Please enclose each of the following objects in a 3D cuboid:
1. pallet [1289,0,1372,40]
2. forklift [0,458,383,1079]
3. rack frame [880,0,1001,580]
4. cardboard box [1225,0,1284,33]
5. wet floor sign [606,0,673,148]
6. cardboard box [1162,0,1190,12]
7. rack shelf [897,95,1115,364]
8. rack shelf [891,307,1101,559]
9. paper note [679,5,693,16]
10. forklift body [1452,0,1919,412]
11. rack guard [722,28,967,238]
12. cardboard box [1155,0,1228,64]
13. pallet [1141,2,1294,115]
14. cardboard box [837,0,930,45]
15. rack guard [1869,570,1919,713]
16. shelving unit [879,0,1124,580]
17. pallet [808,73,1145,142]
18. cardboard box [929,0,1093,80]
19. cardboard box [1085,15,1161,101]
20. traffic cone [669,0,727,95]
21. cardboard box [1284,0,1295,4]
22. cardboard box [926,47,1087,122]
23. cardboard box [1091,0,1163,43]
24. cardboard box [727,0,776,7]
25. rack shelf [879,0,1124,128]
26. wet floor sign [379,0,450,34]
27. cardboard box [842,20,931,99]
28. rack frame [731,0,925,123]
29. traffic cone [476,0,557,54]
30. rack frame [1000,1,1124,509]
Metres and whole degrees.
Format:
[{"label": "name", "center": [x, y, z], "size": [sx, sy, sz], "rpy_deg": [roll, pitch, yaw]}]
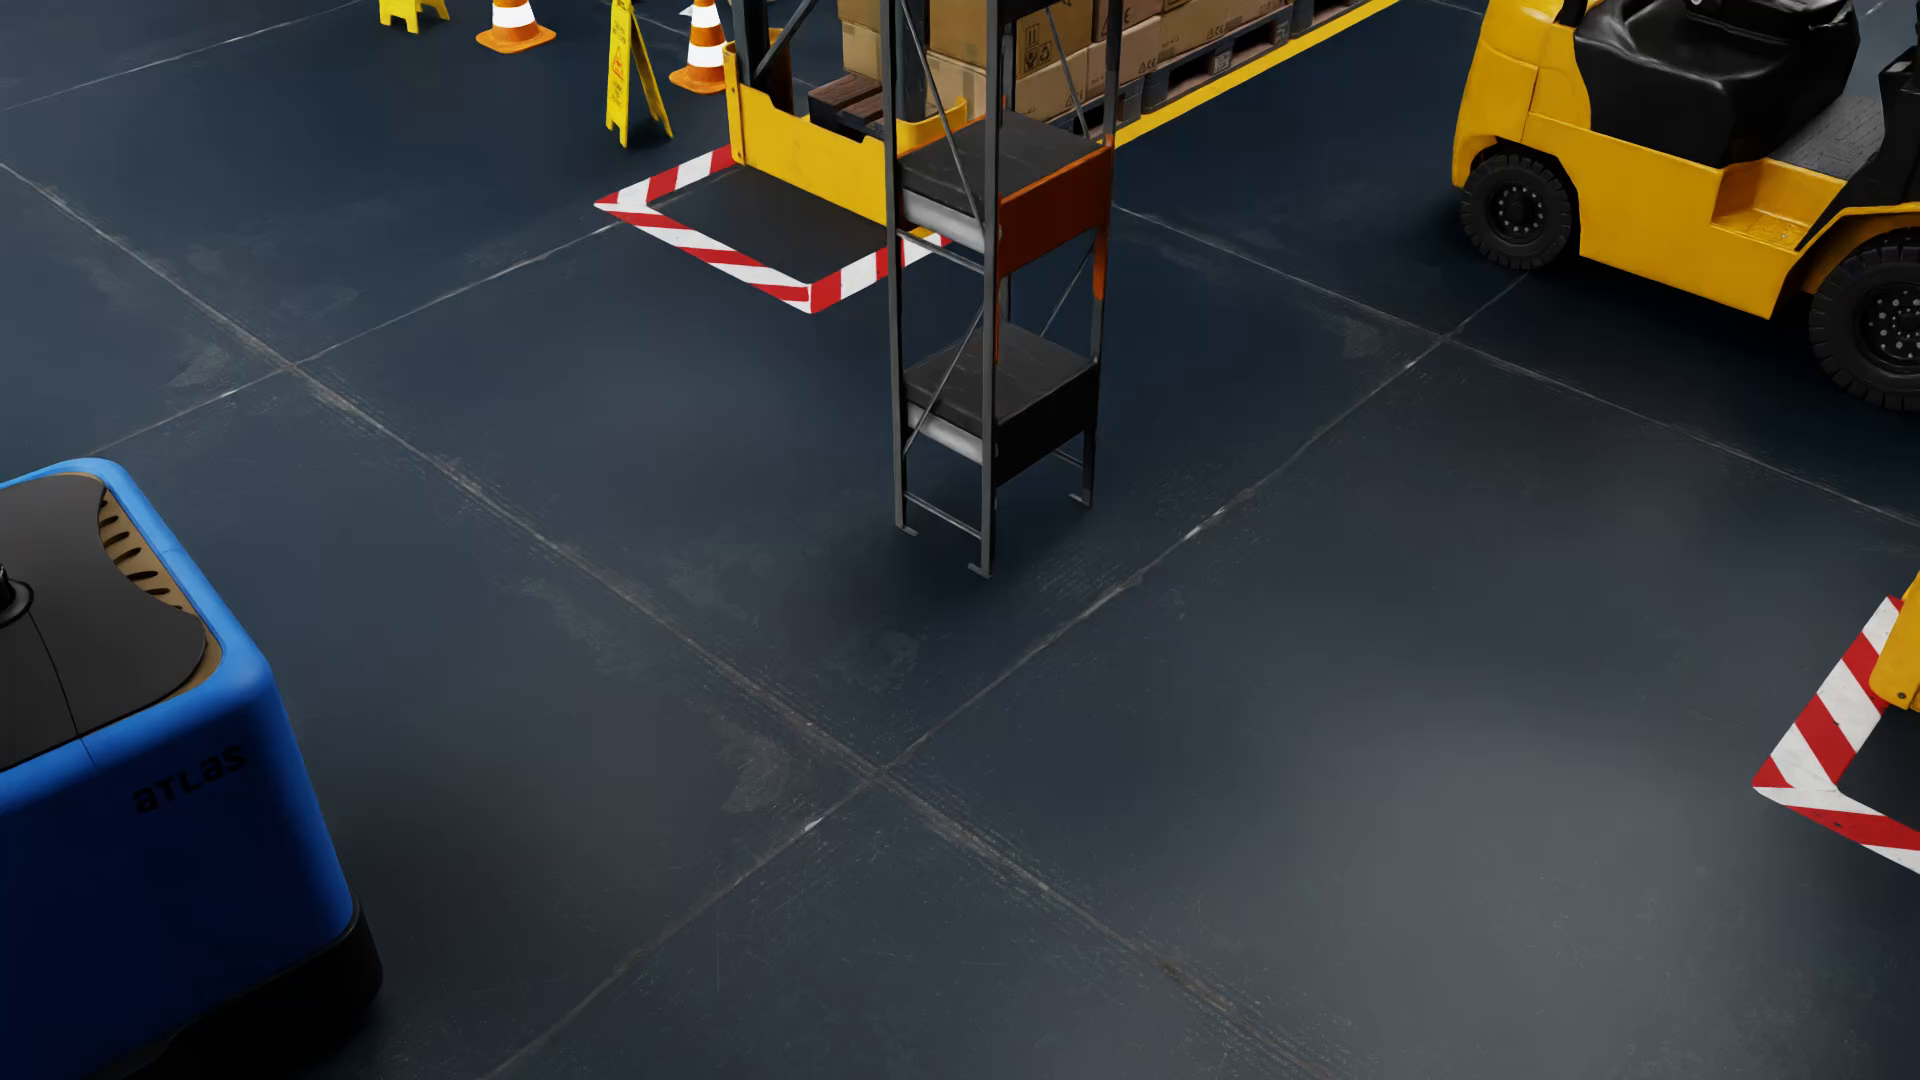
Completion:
[{"label": "pallet", "center": [1.726, -3.100, 8.979], "size": [1.003, 0.211, 1.213], "rpy_deg": [30, 47, 32]}, {"label": "forklift", "center": [-2.793, 0.297, 2.522], "size": [3.031, 2.935, 1.130], "rpy_deg": [-27, 46, -30]}, {"label": "rack frame", "center": [-0.053, -0.786, 4.551], "size": [0.400, 2.100, 0.015], "rpy_deg": [30, 47, 32]}, {"label": "cardboard box", "center": [1.254, -2.738, 8.155], "size": [0.500, 0.250, 0.500], "rpy_deg": [30, 48, 32]}, {"label": "wet floor sign", "center": [-1.463, -2.118, 7.395], "size": [0.232, 0.644, 0.267], "rpy_deg": [-18, 42, -21]}, {"label": "cardboard box", "center": [0.912, -2.793, 7.622], "size": [0.500, 0.500, 0.500], "rpy_deg": [31, 48, 33]}, {"label": "rack shelf", "center": [0.112, -0.887, 4.701], "size": [0.431, 0.518, 0.480], "rpy_deg": [30, 47, 32]}, {"label": "rack shelf", "center": [0.112, -0.339, 5.136], "size": [0.431, 0.518, 0.480], "rpy_deg": [30, 47, 32]}, {"label": "paper note", "center": [-1.377, -2.785, 8.728], "size": [0.148, 0.019, 0.142], "rpy_deg": [14, 41, 17]}, {"label": "forklift body", "center": [3.054, -1.900, 5.911], "size": [2.313, 2.155, 1.214], "rpy_deg": [30, 47, 32]}, {"label": "rack guard", "center": [-0.494, -1.734, 7.029], "size": [1.175, 0.500, 0.348], "rpy_deg": [30, 47, 32]}, {"label": "cardboard box", "center": [0.912, -2.507, 7.865], "size": [0.500, 0.250, 0.500], "rpy_deg": [-31, 48, -33]}, {"label": "pallet", "center": [0.903, -2.537, 8.271], "size": [1.003, 0.211, 1.213], "rpy_deg": [30, 47, 32]}, {"label": "cardboard box", "center": [-0.197, -2.536, 7.299], "size": [0.500, 0.500, 0.500], "rpy_deg": [30, 47, 32]}, {"label": "rack guard", "center": [3.105, 0.395, 4.352], "size": [1.175, 0.500, 0.348], "rpy_deg": [30, 47, 32]}, {"label": "shelving unit", "center": [0.112, -0.898, 4.692], "size": [0.431, 2.100, 0.503], "rpy_deg": [30, 47, 32]}, {"label": "pallet", "center": [0.080, -1.979, 7.569], "size": [1.003, 0.211, 1.213], "rpy_deg": [30, 47, 32]}, {"label": "cardboard box", "center": [0.218, -2.324, 7.032], "size": [0.500, 0.500, 0.500], "rpy_deg": [28, 46, 31]}, {"label": "cardboard box", "center": [0.553, -2.251, 7.543], "size": [0.500, 0.250, 0.500], "rpy_deg": [31, 48, 33]}, {"label": "traffic cone", "center": [-1.208, -2.423, 7.926], "size": [0.336, 0.463, 0.334], "rpy_deg": [30, 47, 32]}, {"label": "cardboard box", "center": [1.601, -2.970, 8.446], "size": [0.500, 0.250, 0.500], "rpy_deg": [28, 46, 31]}, {"label": "cardboard box", "center": [0.203, -2.020, 7.252], "size": [0.500, 0.250, 0.500], "rpy_deg": [29, 47, 32]}, {"label": "cardboard box", "center": [0.568, -2.566, 7.337], "size": [0.500, 0.500, 0.500], "rpy_deg": [28, 46, 30]}, {"label": "cardboard box", "center": [-1.153, -3.011, 8.917], "size": [0.250, 0.149, 0.380], "rpy_deg": [-11, 40, -14]}, {"label": "rack shelf", "center": [0.112, -1.435, 4.265], "size": [0.431, 0.518, 0.480], "rpy_deg": [30, 47, 32]}, {"label": "wet floor sign", "center": [-2.825, -2.943, 8.433], "size": [0.267, 0.644, 0.232], "rpy_deg": [22, 43, 25]}, {"label": "cardboard box", "center": [-0.183, -2.261, 7.555], "size": [0.500, 0.250, 0.500], "rpy_deg": [29, 47, 32]}, {"label": "rack frame", "center": [-0.545, -2.677, 6.207], "size": [1.000, 3.000, 0.127], "rpy_deg": [30, 47, 32]}, {"label": "traffic cone", "center": [-2.256, -2.733, 8.316], "size": [0.336, 0.463, 0.334], "rpy_deg": [30, 47, 32]}, {"label": "rack frame", "center": [0.276, -1.010, 4.833], "size": [0.400, 2.100, 0.015], "rpy_deg": [30, 47, 32]}]
